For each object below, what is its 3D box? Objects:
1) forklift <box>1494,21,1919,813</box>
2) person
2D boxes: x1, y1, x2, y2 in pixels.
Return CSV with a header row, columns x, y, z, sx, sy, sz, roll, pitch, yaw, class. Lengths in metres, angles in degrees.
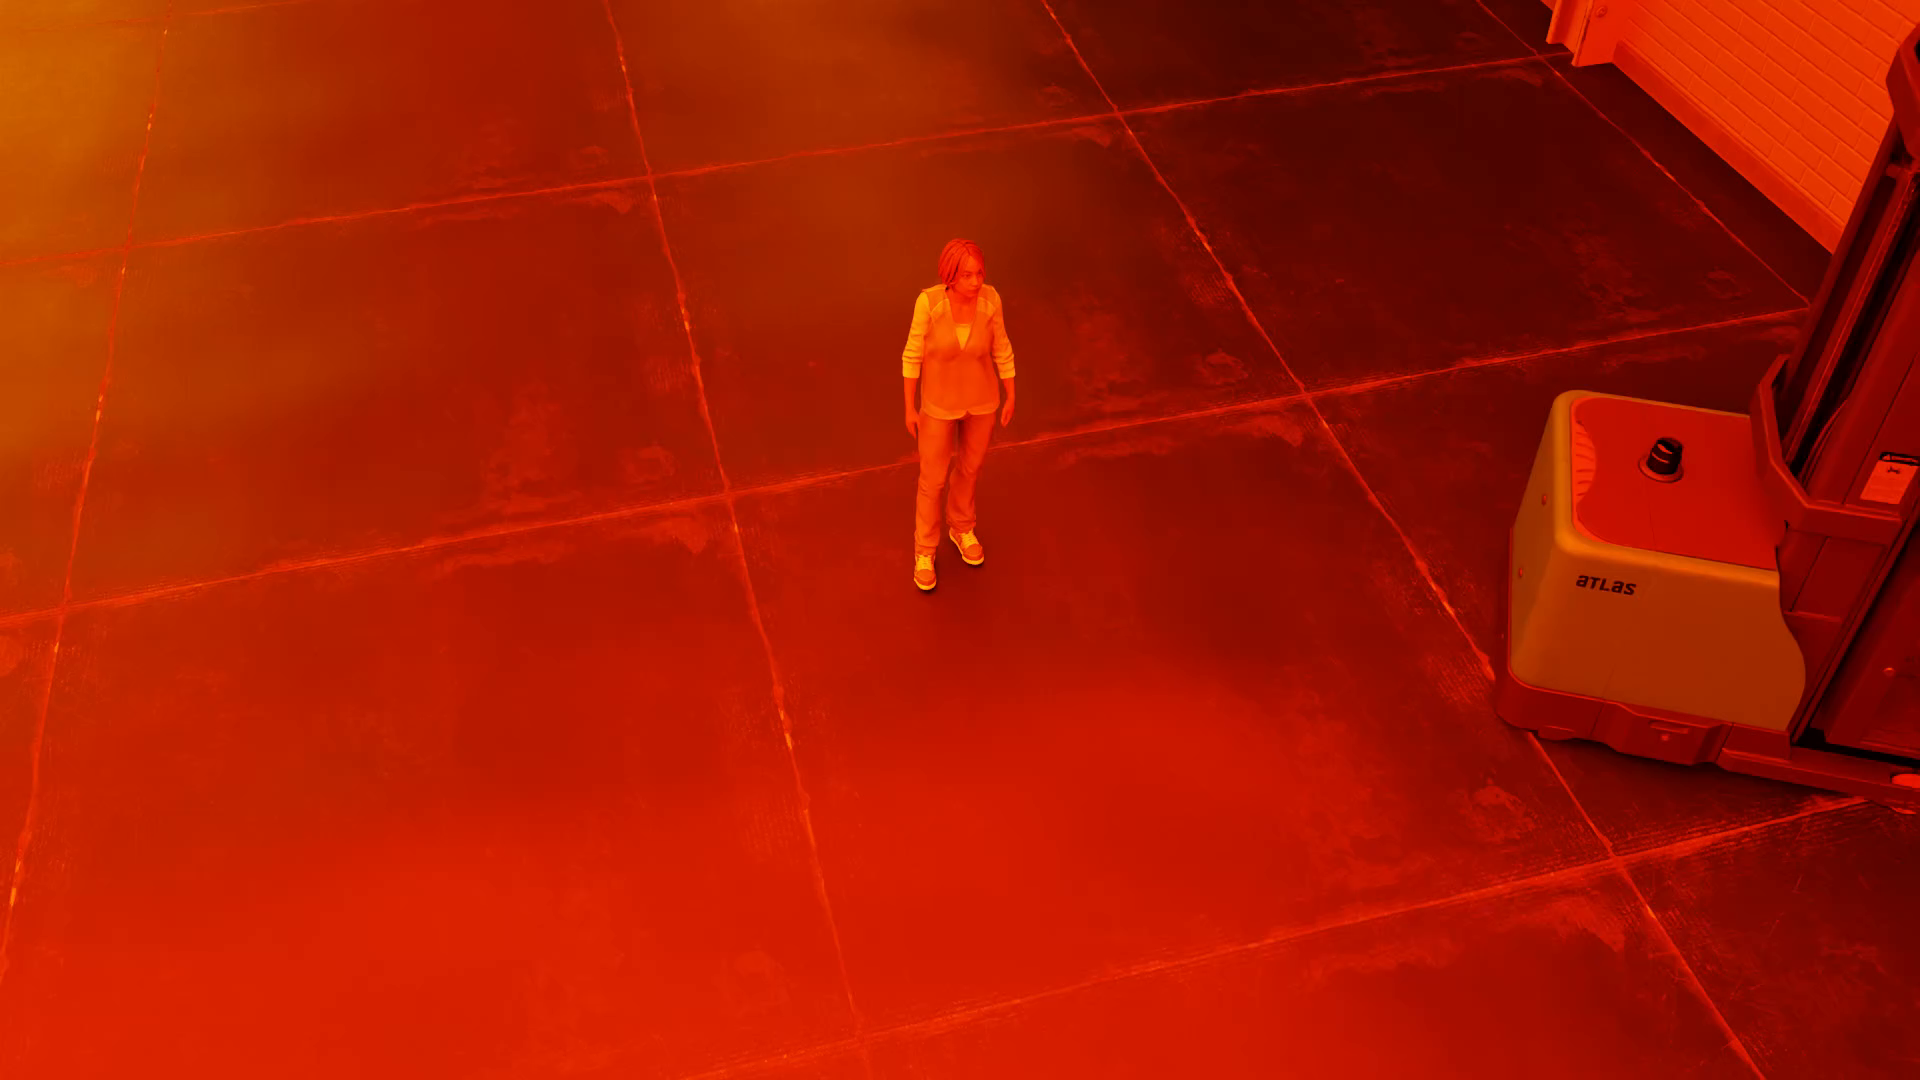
x,y,z,sx,sy,sz,roll,pitch,yaw,class
3.805,-0.350,6.015,3.031,2.935,1.130,10,44,10,forklift
0.006,-0.528,7.176,0.521,1.584,0.473,-10,44,-11,person
